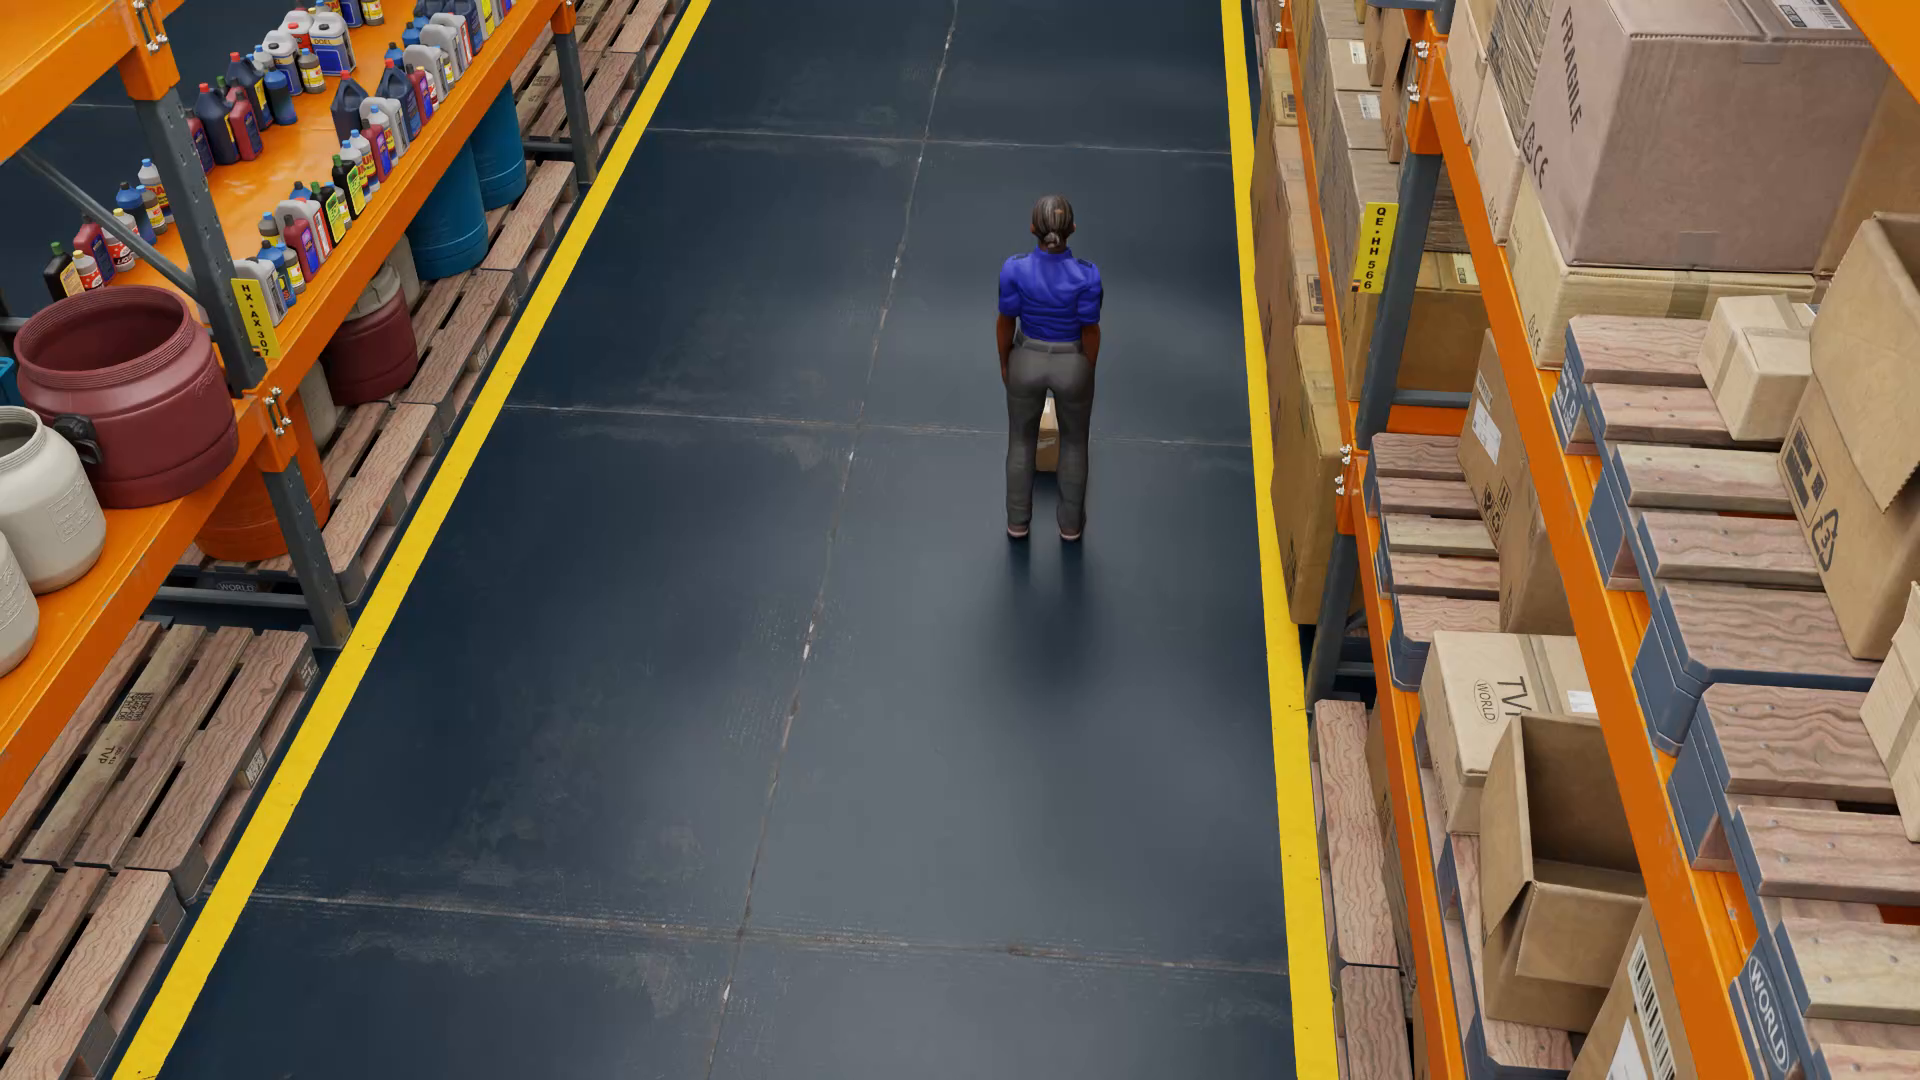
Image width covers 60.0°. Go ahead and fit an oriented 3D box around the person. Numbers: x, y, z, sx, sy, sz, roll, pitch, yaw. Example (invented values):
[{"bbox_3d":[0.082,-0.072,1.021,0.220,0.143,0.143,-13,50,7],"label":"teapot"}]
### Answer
[{"bbox_3d":[0.367,-0.714,7.011,0.437,1.661,0.312,6,41,7],"label":"person"}]
